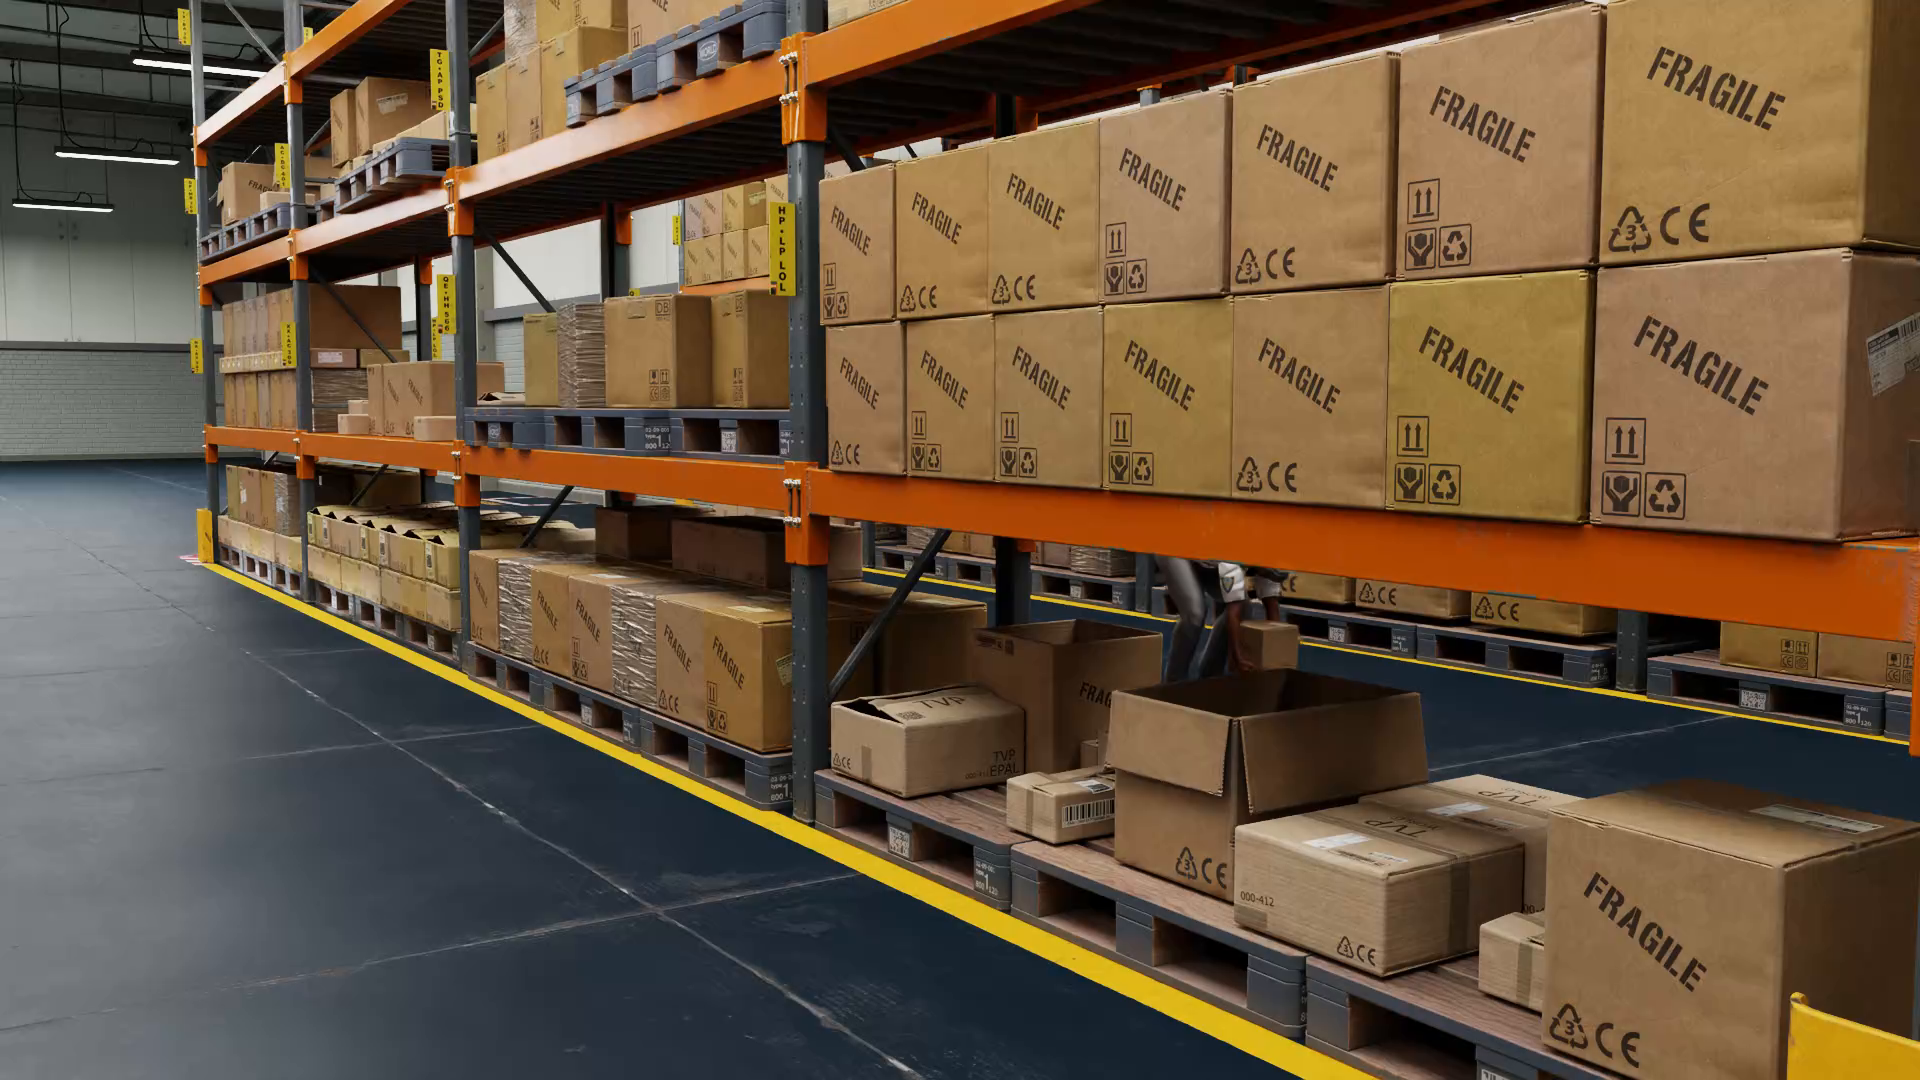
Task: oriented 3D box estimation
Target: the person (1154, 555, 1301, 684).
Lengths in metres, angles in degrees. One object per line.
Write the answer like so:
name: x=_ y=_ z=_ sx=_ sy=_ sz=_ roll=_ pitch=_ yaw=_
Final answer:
person: x=1.405 y=0.332 z=8.687 sx=0.449 sy=0.987 sz=0.927 roll=-4 pitch=6 yaw=-36
